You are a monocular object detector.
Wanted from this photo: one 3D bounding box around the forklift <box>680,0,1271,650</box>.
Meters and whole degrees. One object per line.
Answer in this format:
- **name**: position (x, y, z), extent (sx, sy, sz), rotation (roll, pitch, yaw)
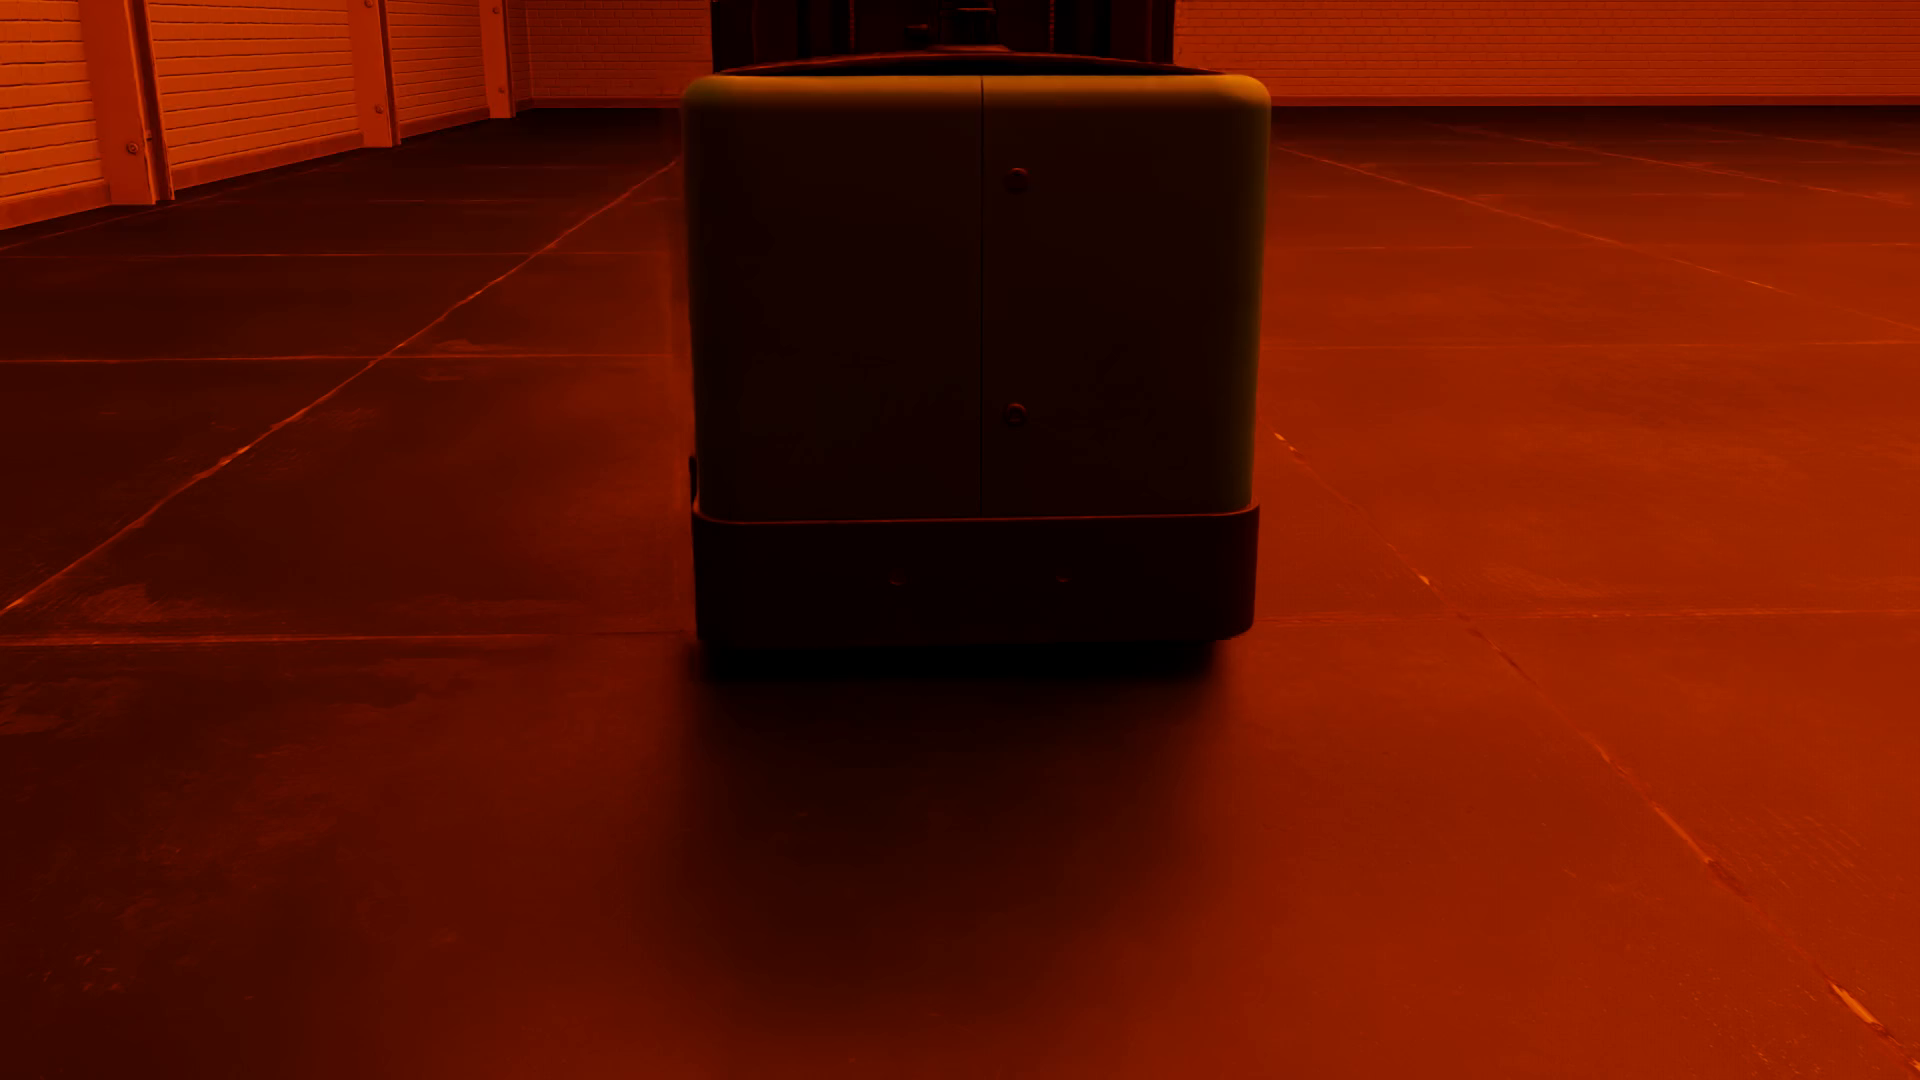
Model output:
- **forklift**: position (-0.056, -1.583, 4.082), extent (1.130, 2.935, 3.031), rotation (-1, 17, -3)
